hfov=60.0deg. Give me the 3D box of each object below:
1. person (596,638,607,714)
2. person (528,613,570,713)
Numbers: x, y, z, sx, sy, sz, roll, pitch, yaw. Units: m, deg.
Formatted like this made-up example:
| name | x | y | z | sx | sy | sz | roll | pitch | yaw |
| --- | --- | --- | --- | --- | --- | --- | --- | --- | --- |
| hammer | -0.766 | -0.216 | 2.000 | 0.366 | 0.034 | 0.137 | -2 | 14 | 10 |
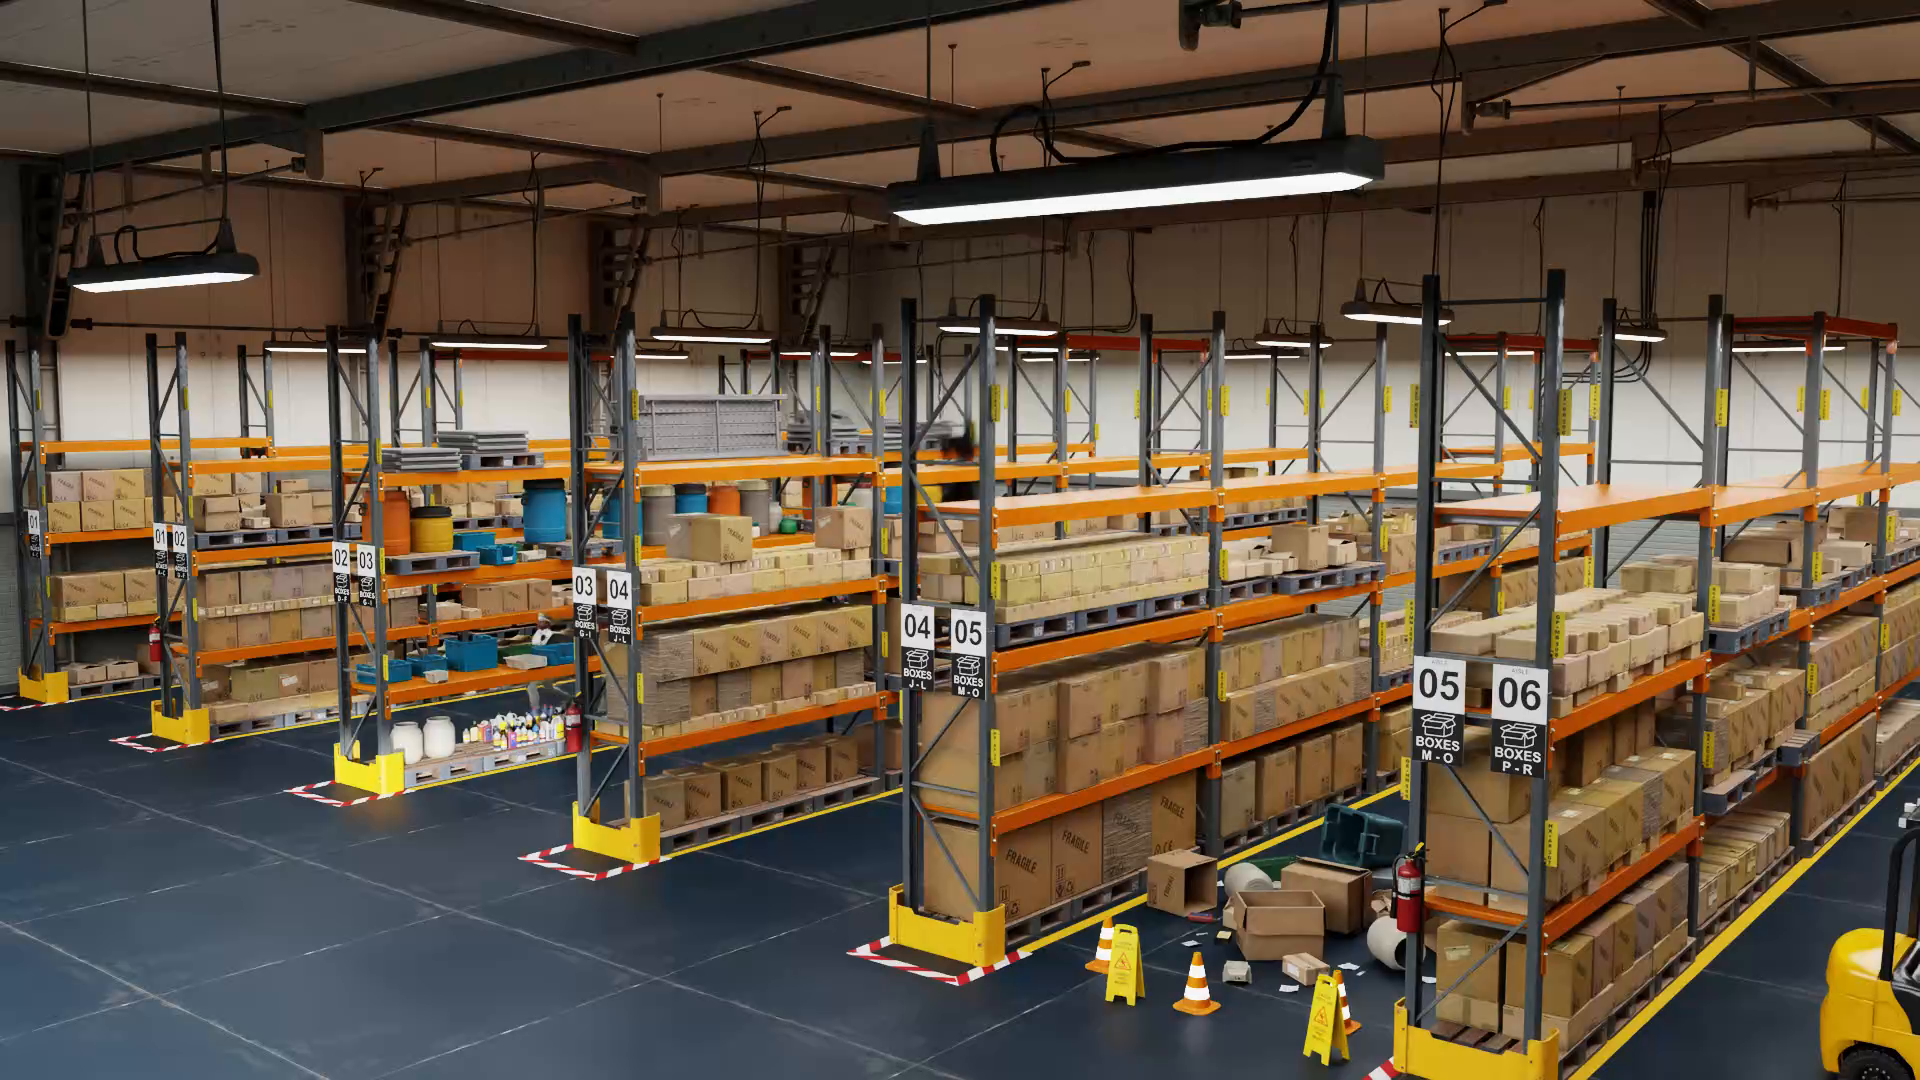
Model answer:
| name | x | y | z | sx | sy | sz | roll | pitch | yaw |
| --- | --- | --- | --- | --- | --- | --- | --- | --- | --- |
| person | -5.590 | 1.879 | 26.916 | 0.706 | 1.797 | 0.864 | 5 | 7 | 45 |
| person | -6.560 | 1.967 | 26.265 | 0.588 | 1.669 | 0.834 | 3 | 6 | 32 |
